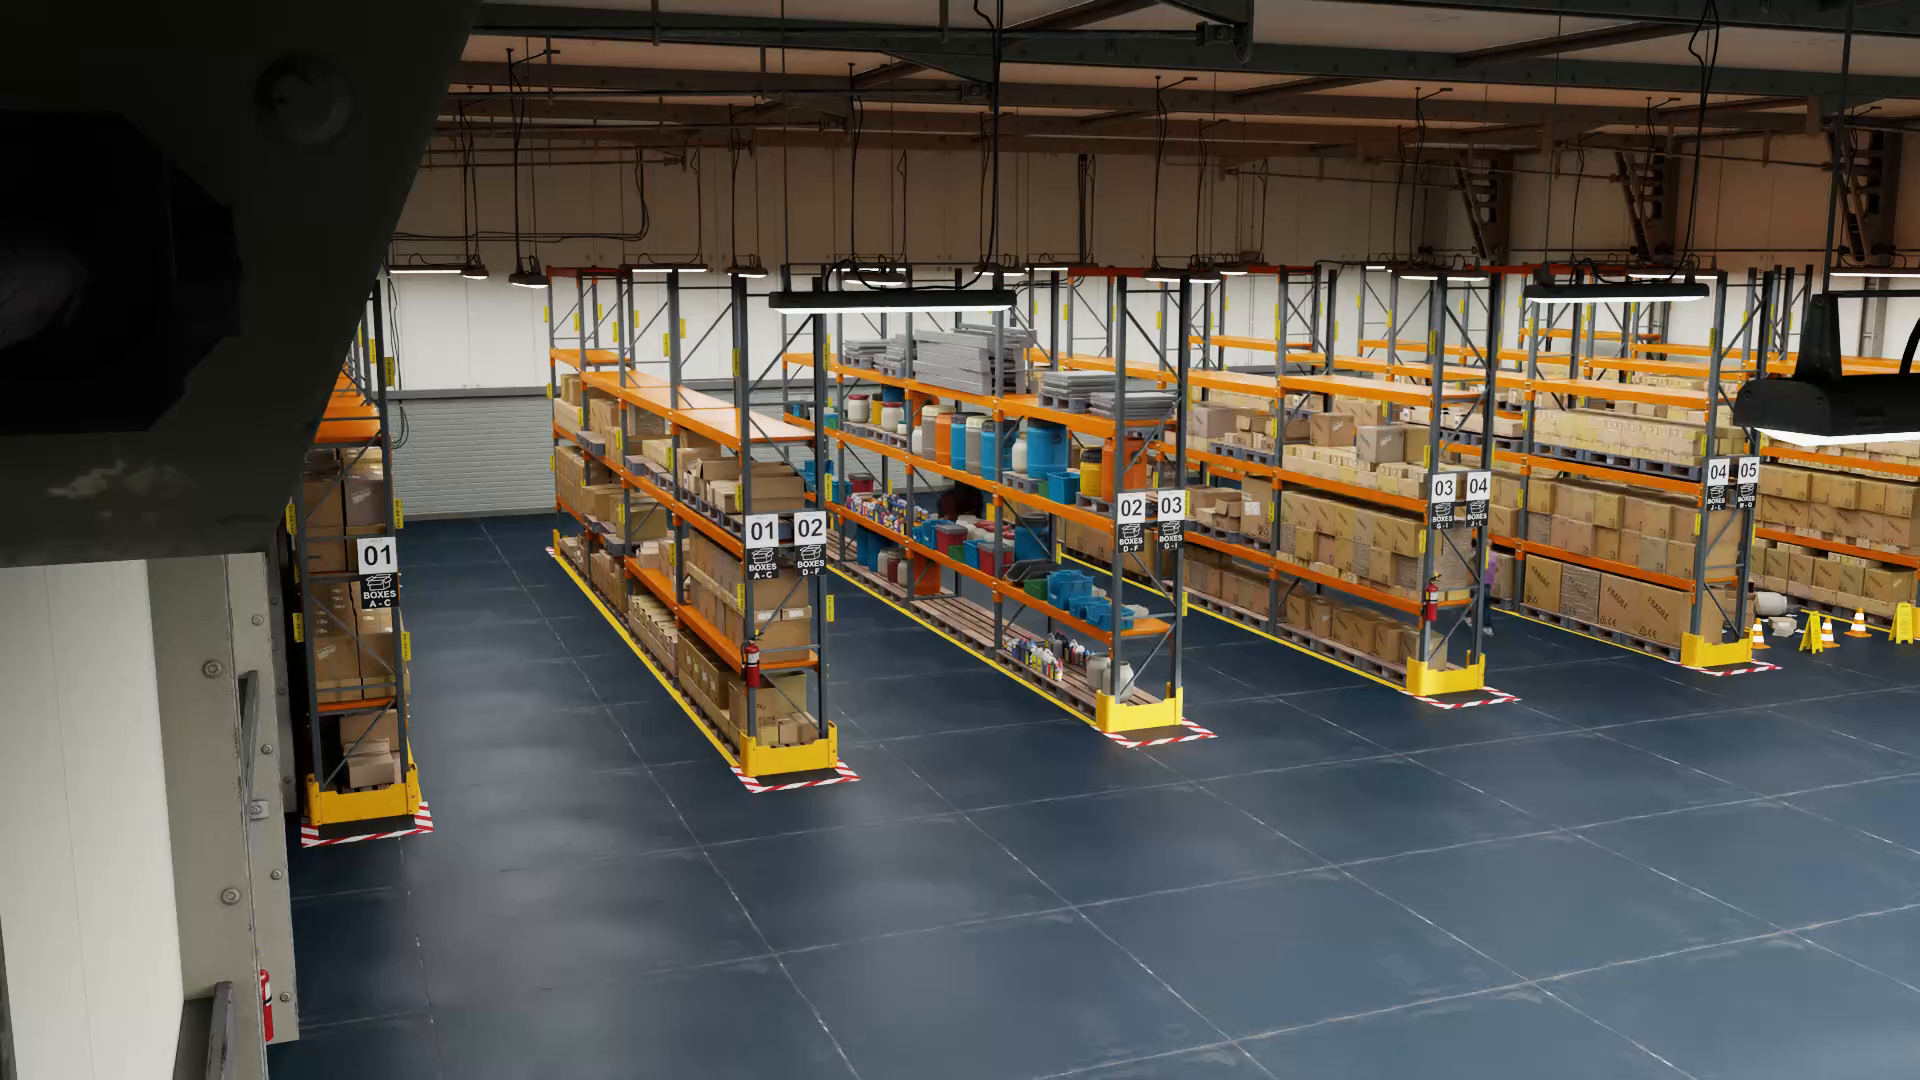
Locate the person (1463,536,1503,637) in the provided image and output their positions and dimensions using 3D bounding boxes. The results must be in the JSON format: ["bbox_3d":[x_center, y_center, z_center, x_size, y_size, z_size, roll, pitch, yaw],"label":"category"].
[{"bbox_3d":[8.710,0.745,27.738,0.528,1.640,0.768,-6,12,-31],"label":"person"}]

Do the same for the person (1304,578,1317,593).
[{"bbox_3d":[6.520,0.293,30.453,0.539,1.599,0.694,-4,11,-20],"label":"person"}]
